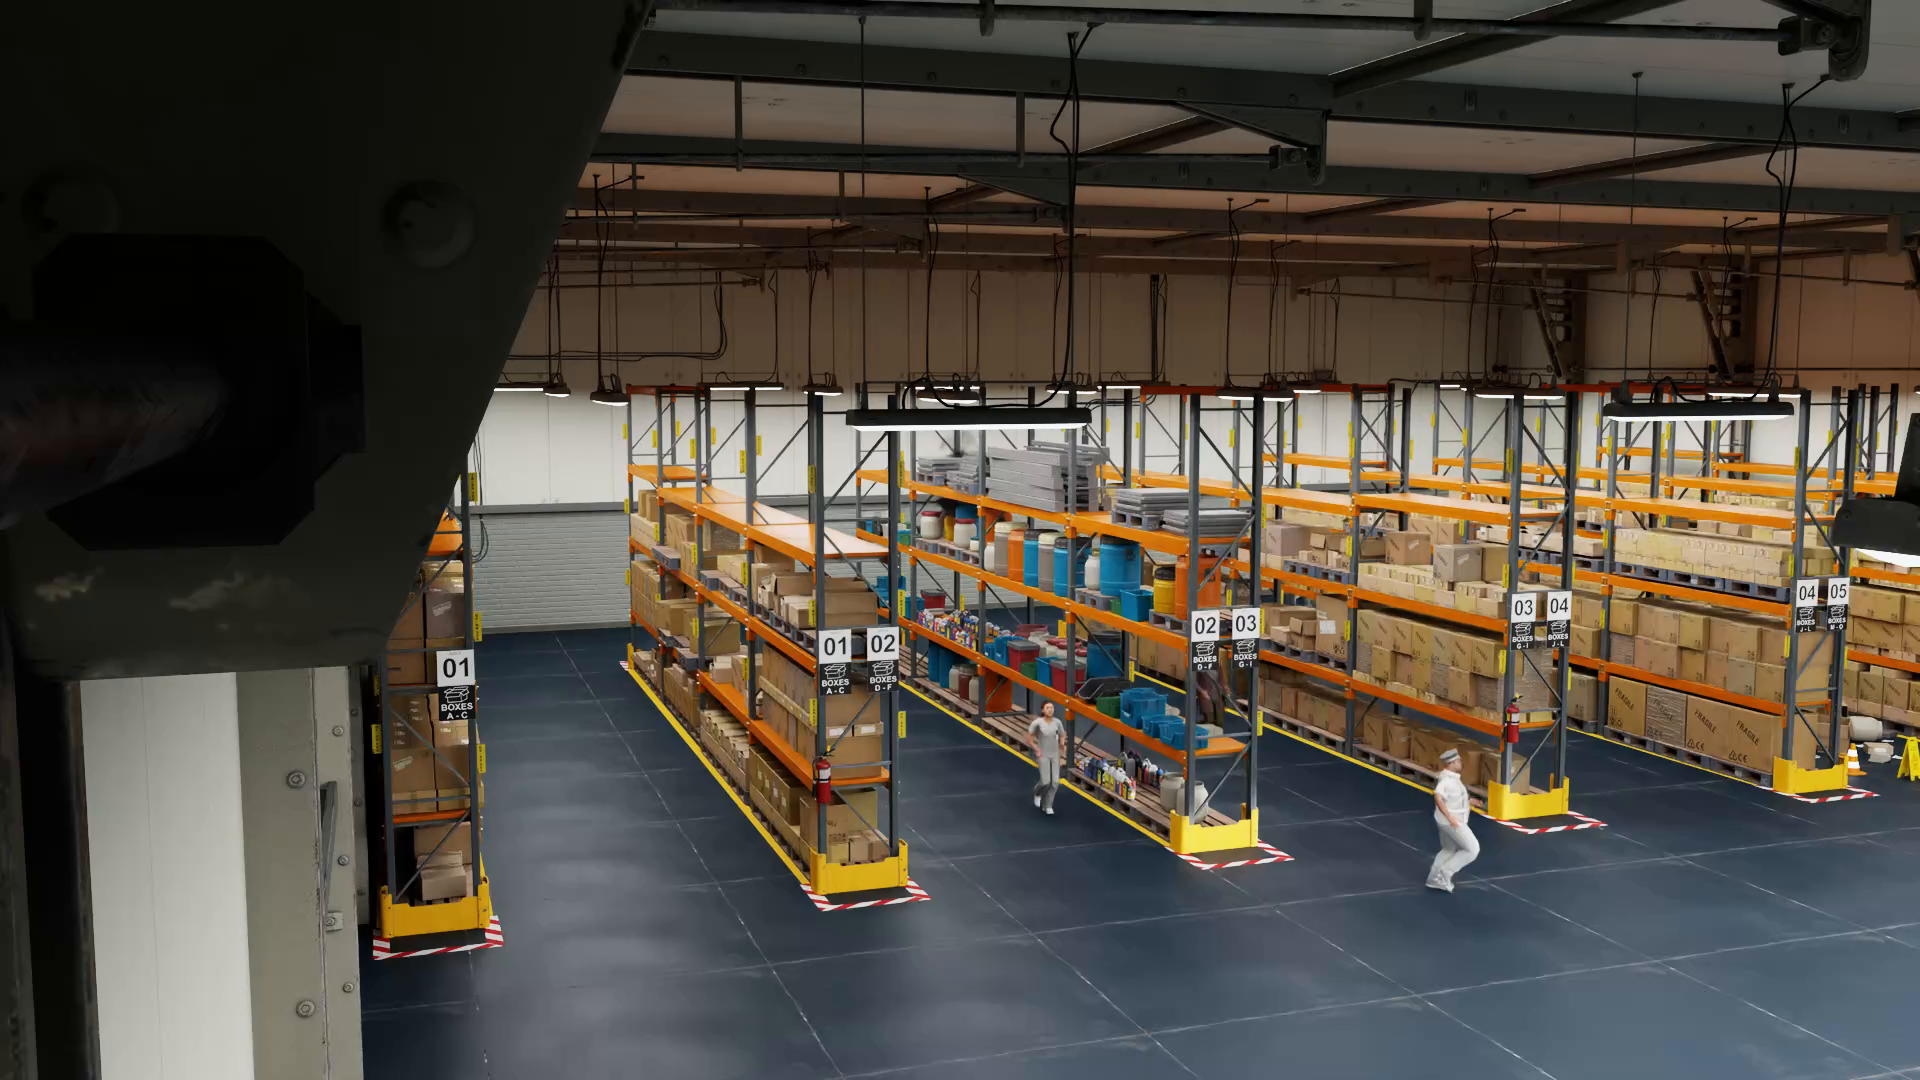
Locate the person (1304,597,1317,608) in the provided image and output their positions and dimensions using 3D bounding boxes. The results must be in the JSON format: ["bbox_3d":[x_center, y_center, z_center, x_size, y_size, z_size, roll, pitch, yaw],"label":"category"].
[{"bbox_3d":[8.960,1.203,41.826,0.823,1.676,0.598,-1,6,-14],"label":"person"}]

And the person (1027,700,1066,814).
[{"bbox_3d":[1.257,3.091,23.640,0.560,1.603,0.578,-2,6,-18],"label":"person"}]

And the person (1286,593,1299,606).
[{"bbox_3d":[8.348,1.235,41.469,0.763,1.623,0.841,-6,8,-45],"label":"person"}]

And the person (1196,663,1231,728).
[{"bbox_3d":[4.130,2.625,27.564,0.709,1.725,0.667,-3,7,-28],"label":"person"}]

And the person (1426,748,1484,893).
[{"bbox_3d":[5.992,3.383,20.076,0.646,1.742,0.649,1,6,5],"label":"person"}]
